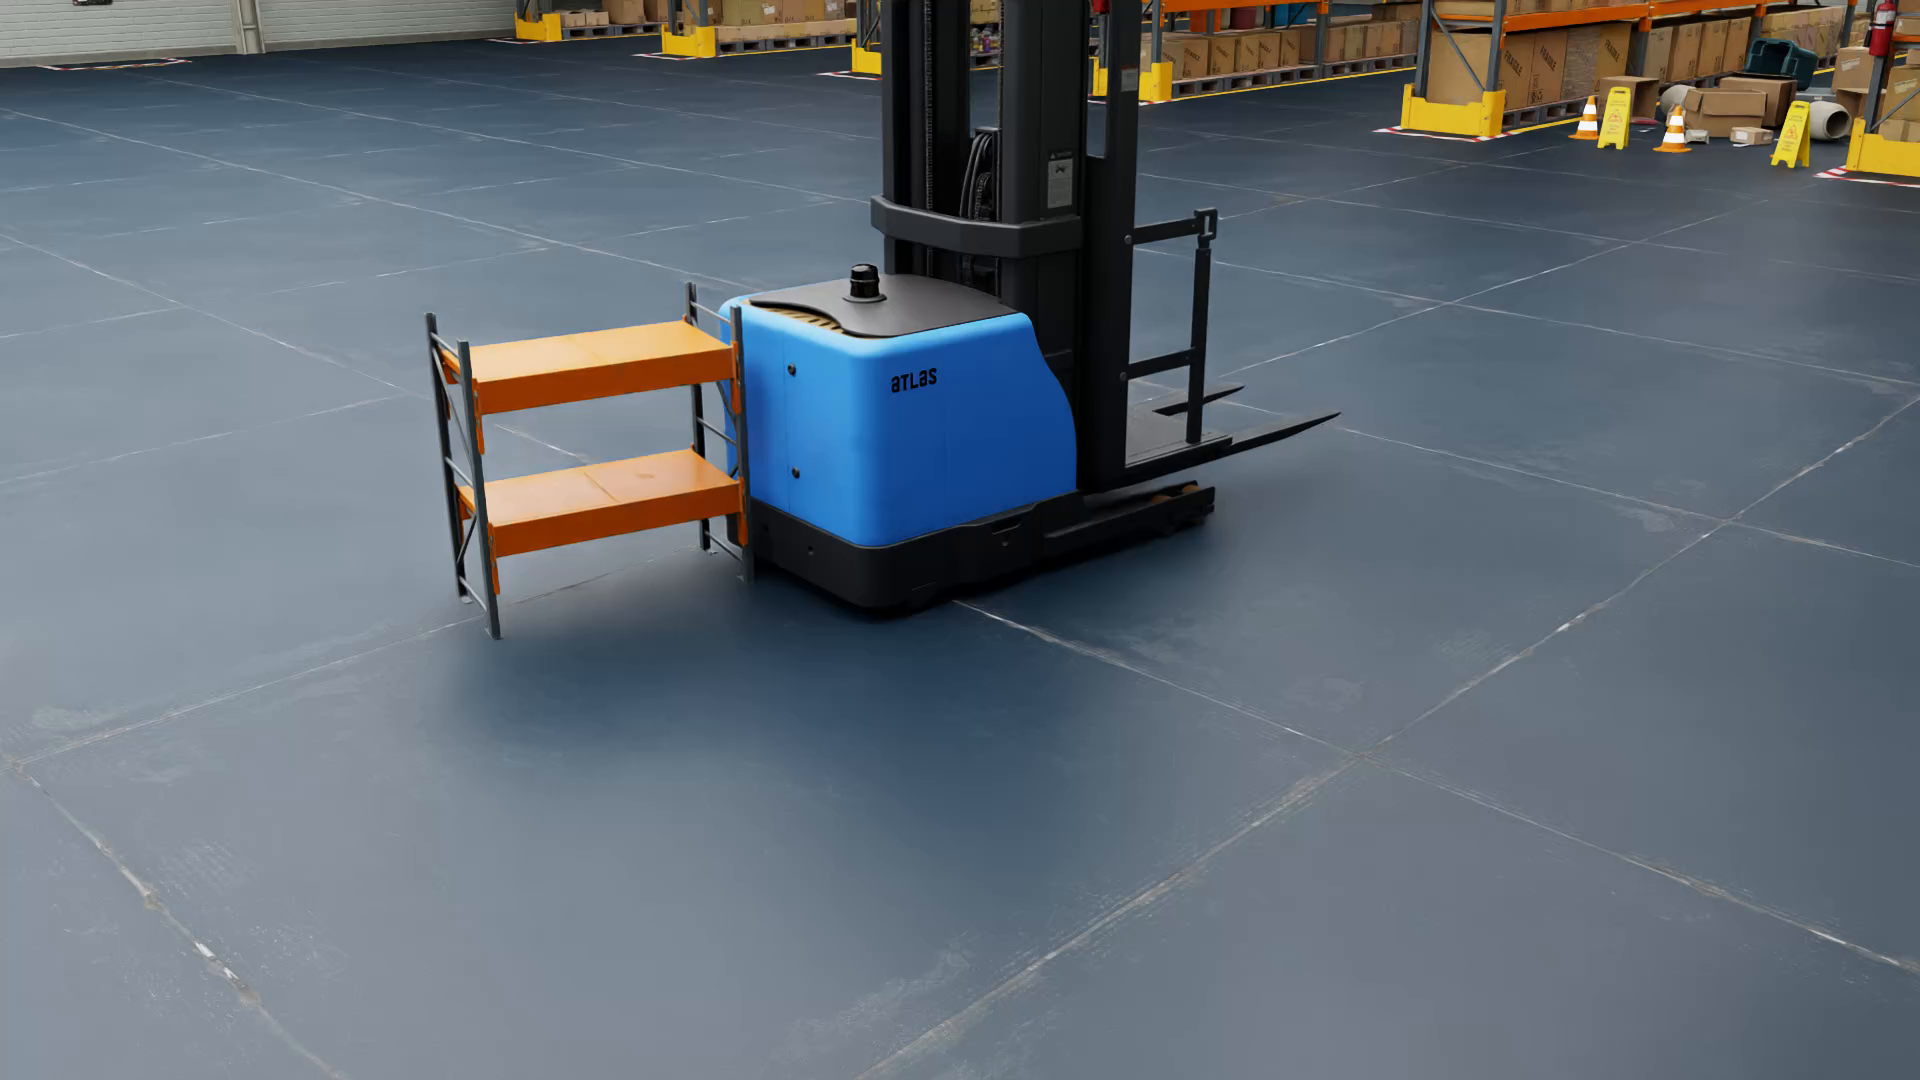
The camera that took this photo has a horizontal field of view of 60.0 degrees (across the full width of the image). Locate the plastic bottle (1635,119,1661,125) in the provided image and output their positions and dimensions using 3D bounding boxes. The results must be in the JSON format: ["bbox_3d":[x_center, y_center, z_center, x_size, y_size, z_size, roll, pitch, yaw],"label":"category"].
[{"bbox_3d":[8.359,-5.076,20.196,0.283,0.061,0.133,9,23,23],"label":"plastic bottle"}]

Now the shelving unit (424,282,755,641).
[{"bbox_3d":[-1.392,-0.328,6.359,1.048,1.125,0.538,-12,24,-28],"label":"shelving unit"}]

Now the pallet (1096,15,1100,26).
[{"bbox_3d":[3.058,-11.551,36.832,1.003,0.211,1.213,19,28,41],"label":"pallet"}]

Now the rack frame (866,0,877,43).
[{"bbox_3d":[-1.983,-11.014,31.550,1.000,3.000,0.127,19,28,41],"label":"rack frame"}]

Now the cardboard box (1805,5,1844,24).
[{"bbox_3d":[13.838,-8.448,26.726,0.500,0.250,0.500,18,28,39],"label":"cardboard box"}]

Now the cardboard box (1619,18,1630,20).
[{"bbox_3d":[12.460,-10.405,32.340,0.875,0.875,0.875,19,28,41],"label":"cardboard box"}]

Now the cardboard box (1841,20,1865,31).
[{"bbox_3d":[14.941,-8.636,27.922,0.380,0.149,0.250,19,28,40],"label":"cardboard box"}]

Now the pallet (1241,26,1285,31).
[{"bbox_3d":[5.725,-10.026,32.864,1.003,0.211,1.213,19,28,41],"label":"pallet"}]

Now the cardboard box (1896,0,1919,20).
[{"bbox_3d":[9.604,-5.420,16.440,0.500,0.500,0.500,19,28,40],"label":"cardboard box"}]

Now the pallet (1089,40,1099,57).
[{"bbox_3d":[2.084,-8.684,29.373,1.003,0.211,1.213,19,28,41],"label":"pallet"}]

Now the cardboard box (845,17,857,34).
[{"bbox_3d":[-2.150,-9.753,31.516,0.500,0.250,0.500,19,28,41],"label":"cardboard box"}]

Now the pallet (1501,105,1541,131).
[{"bbox_3d":[6.307,-5.162,20.211,1.003,0.211,1.213,19,28,41],"label":"pallet"}]

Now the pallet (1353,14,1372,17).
[{"bbox_3d":[9.332,-11.355,36.322,1.003,0.211,1.213,19,28,41],"label":"pallet"}]

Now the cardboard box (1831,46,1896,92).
[{"bbox_3d":[10.916,-5.678,20.096,0.500,0.500,0.500,19,28,41],"label":"cardboard box"}]

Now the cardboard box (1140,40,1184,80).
[{"bbox_3d":[2.770,-6.691,23.202,0.500,0.500,0.500,-14,25,-32],"label":"cardboard box"}]

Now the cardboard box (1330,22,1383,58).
[{"bbox_3d":[6.292,-7.987,26.544,0.700,0.500,0.500,16,26,36],"label":"cardboard box"}]

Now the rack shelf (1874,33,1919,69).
[{"bbox_3d":[10.818,-5.204,17.436,1.077,0.370,4.000,19,28,41],"label":"rack shelf"}]

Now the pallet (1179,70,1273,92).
[{"bbox_3d":[3.818,-6.736,24.305,1.003,0.211,1.213,19,28,41],"label":"pallet"}]

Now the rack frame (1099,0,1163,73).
[{"bbox_3d":[2.322,-7.506,22.422,1.000,3.000,0.127,19,28,41],"label":"rack frame"}]

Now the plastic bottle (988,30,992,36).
[{"bbox_3d":[0.496,-8.506,28.214,0.097,0.271,0.097,0,21,0],"label":"plastic bottle"}]

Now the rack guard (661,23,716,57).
[{"bbox_3d":[-4.790,-8.813,29.307,1.175,0.500,0.348,19,28,41],"label":"rack guard"}]

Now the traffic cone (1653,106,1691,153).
[{"bbox_3d":[7.766,-4.465,18.047,0.336,0.463,0.334,19,28,41],"label":"traffic cone"}]

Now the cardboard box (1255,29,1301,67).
[{"bbox_3d":[4.805,-7.471,25.229,0.500,0.500,0.500,18,28,39],"label":"cardboard box"}]

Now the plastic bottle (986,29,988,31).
[{"bbox_3d":[0.427,-8.527,28.252,0.133,0.283,0.061,-19,28,-40],"label":"plastic bottle"}]

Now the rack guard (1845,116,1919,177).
[{"bbox_3d":[9.475,-3.878,16.468,1.175,0.500,0.348,19,28,41],"label":"rack guard"}]

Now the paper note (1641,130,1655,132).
[{"bbox_3d":[8.086,-4.819,19.573,0.142,0.017,0.144,-10,23,-24],"label":"paper note"}]

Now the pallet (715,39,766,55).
[{"bbox_3d":[-4.270,-8.892,29.914,1.003,0.211,1.213,19,28,41],"label":"pallet"}]

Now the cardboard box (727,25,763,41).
[{"bbox_3d":[-3.893,-9.110,29.844,0.500,0.250,0.500,19,28,41],"label":"cardboard box"}]

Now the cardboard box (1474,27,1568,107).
[{"bbox_3d":[6.843,-5.860,20.517,0.875,0.875,0.875,19,28,40],"label":"cardboard box"}]

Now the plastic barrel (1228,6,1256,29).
[{"bbox_3d":[5.471,-10.293,32.448,0.600,0.588,0.708,19,28,41],"label":"plastic barrel"}]

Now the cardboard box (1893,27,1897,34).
[{"bbox_3d":[16.090,-8.878,28.966,0.250,0.149,0.380,-20,28,-41],"label":"cardboard box"}]

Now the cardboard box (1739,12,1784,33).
[{"bbox_3d":[12.041,-7.791,25.017,0.500,0.250,0.500,18,27,38],"label":"cardboard box"}]

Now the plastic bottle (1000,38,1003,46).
[{"bbox_3d":[0.712,-8.231,27.499,0.097,0.271,0.097,0,21,0],"label":"plastic bottle"}]

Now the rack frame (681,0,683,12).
[{"bbox_3d":[-5.534,-12.253,34.773,1.000,3.000,0.127,19,28,41],"label":"rack frame"}]

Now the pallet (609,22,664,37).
[{"bbox_3d":[-6.829,-10.455,33.982,1.003,0.211,1.213,19,28,41],"label":"pallet"}]

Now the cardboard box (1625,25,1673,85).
[{"bbox_3d":[8.964,-6.595,22.602,1.050,0.750,0.750,19,28,40],"label":"cardboard box"}]

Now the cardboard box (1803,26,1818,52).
[{"bbox_3d":[13.122,-7.837,26.181,0.500,0.500,0.500,18,28,40],"label":"cardboard box"}]

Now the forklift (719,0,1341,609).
[{"bbox_3d":[0.485,-1.525,6.958,3.031,2.935,1.130,-17,27,-37],"label":"forklift"}]

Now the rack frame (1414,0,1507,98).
[{"bbox_3d":[5.805,-6.239,19.125,1.000,3.000,0.127,19,28,41],"label":"rack frame"}]

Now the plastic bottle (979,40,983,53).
[{"bbox_3d":[0.334,-8.059,27.149,0.097,0.201,0.097,0,21,0],"label":"plastic bottle"}]

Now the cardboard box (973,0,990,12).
[{"bbox_3d":[0.261,-10.885,33.680,0.500,0.311,0.500,19,28,40],"label":"cardboard box"}]

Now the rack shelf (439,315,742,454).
[{"bbox_3d":[-1.392,-0.601,6.254,1.000,0.278,0.538,-12,24,-28],"label":"rack shelf"}]

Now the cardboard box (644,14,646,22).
[{"bbox_3d":[-6.665,-10.722,34.149,0.380,0.149,0.250,17,27,36],"label":"cardboard box"}]

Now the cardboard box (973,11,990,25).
[{"bbox_3d":[0.258,-10.626,33.786,0.500,0.250,0.500,19,28,40],"label":"cardboard box"}]

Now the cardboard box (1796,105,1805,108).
[{"bbox_3d":[10.107,-5.105,19.987,0.258,0.266,0.396,2,21,4],"label":"cardboard box"}]

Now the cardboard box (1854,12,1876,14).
[{"bbox_3d":[16.358,-9.445,30.025,0.380,0.149,0.250,18,27,38],"label":"cardboard box"}]

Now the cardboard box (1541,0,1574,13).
[{"bbox_3d":[6.880,-6.675,20.050,0.875,0.550,0.550,19,28,41],"label":"cardboard box"}]

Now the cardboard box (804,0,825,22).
[{"bbox_3d":[-2.853,-9.848,30.718,0.500,0.500,0.500,19,28,41],"label":"cardboard box"}]

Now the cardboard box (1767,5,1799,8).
[{"bbox_3d":[13.102,-8.441,26.709,0.500,0.250,0.500,-19,28,-41],"label":"cardboard box"}]
